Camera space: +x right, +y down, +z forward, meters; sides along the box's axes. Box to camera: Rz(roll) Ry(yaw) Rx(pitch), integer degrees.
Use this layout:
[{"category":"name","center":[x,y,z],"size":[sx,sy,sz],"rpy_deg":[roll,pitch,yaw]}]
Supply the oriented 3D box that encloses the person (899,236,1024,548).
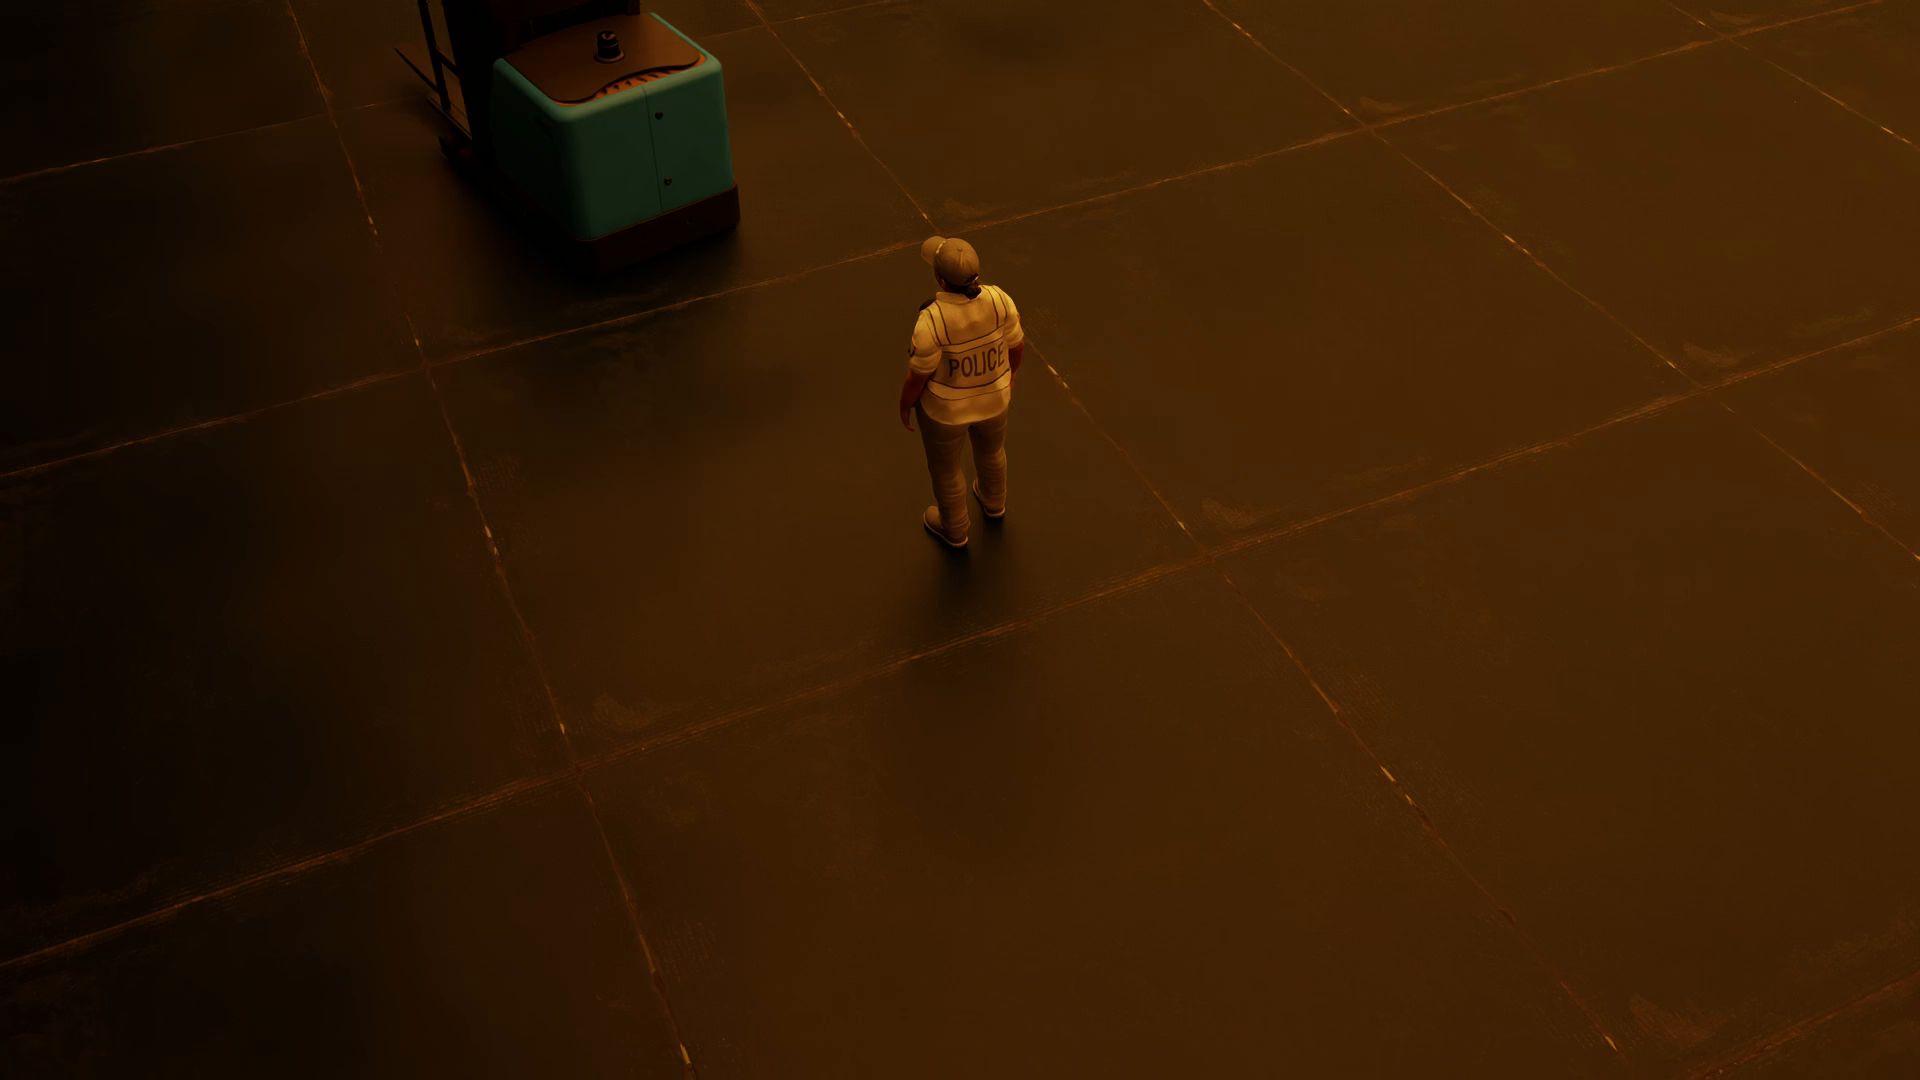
[{"category":"person","center":[-0.011,-0.668,7.313],"size":[0.598,1.670,0.529],"rpy_deg":[-18,46,-18]}]

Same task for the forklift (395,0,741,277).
[{"category":"forklift","center":[-2.570,-3.498,9.429],"size":[1.130,2.935,3.031],"rpy_deg":[-27,49,-26]}]
